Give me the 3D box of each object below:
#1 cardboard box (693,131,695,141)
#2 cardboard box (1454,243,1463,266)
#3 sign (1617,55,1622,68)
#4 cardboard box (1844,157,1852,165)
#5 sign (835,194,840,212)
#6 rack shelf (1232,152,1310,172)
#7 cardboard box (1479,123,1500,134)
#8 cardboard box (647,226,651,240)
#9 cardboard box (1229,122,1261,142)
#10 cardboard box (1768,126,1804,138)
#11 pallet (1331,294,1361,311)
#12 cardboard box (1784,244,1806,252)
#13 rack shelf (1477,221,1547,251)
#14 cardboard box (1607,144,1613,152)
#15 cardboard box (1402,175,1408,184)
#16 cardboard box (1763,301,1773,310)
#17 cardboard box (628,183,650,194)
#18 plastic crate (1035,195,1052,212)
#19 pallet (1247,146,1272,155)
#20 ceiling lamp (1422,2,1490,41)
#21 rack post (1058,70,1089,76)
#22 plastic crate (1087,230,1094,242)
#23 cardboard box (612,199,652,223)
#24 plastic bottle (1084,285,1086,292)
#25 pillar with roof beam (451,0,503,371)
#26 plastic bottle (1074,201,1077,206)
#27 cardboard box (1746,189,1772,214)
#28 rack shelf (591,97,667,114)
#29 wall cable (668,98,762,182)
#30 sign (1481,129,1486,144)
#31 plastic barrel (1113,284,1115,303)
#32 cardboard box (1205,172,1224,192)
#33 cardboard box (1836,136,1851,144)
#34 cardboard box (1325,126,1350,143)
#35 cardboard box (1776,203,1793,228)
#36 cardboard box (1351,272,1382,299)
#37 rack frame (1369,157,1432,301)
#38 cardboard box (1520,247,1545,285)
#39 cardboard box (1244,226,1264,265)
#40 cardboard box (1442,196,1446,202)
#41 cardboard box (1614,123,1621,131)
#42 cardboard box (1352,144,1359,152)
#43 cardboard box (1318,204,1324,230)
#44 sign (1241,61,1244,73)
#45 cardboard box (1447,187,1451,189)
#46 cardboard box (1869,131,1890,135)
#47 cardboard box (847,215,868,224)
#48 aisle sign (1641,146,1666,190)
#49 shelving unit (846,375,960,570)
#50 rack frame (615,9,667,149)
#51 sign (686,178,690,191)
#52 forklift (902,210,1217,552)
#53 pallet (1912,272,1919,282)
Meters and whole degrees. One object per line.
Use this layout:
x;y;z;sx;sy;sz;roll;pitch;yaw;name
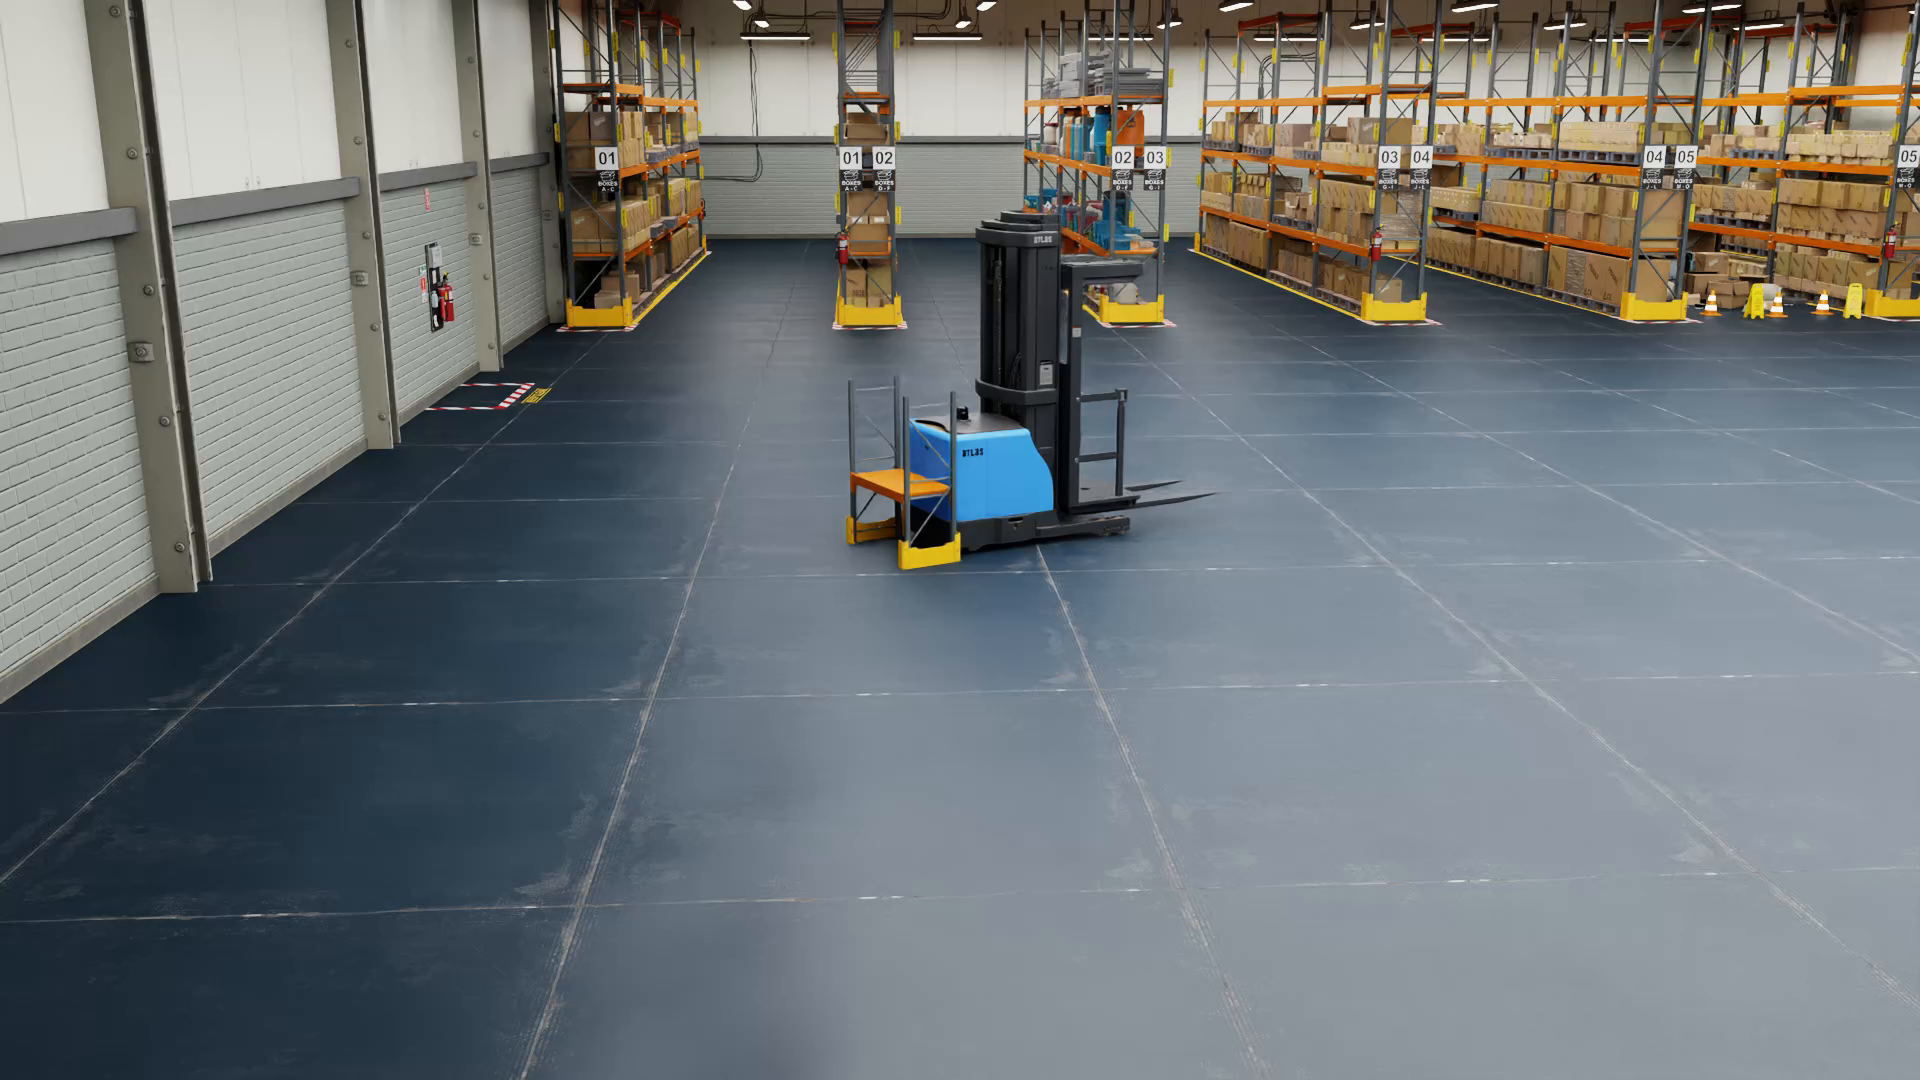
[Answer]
-7.273;-10.691;44.021;0.500;0.250;0.500;-1;14;-6;cardboard box
12.337;-6.940;40.376;0.500;0.500;0.500;0;14;-1;cardboard box
16.798;-12.186;42.362;0.100;0.325;0.005;-1;14;-3;sign
17.745;-7.504;32.881;0.380;0.149;0.250;-1;14;-5;cardboard box
-2.224;-6.136;30.278;0.100;0.325;0.005;-1;14;-3;sign
7.587;-9.208;40.443;1.077;0.370;4.000;-1;14;-3;rack shelf
12.383;-9.627;38.888;0.396;0.266;0.258;-1;14;-3;cardboard box
-6.541;-6.206;33.613;0.500;0.250;0.500;-1;14;-3;cardboard box
7.354;-10.548;42.963;0.700;0.500;0.500;-2;15;-7;cardboard box
17.686;-8.733;35.606;0.500;0.250;0.500;-1;14;-2;cardboard box
8.114;-4.791;33.446;1.003;0.211;1.213;-1;14;-3;pallet
17.564;-6.131;34.928;0.380;0.149;0.250;-1;14;-3;cardboard box
12.791;-6.812;37.151;1.077;0.370;4.000;-1;14;-3;rack shelf
12.741;-7.582;32.139;0.380;0.149;0.250;-1;14;-4;cardboard box
12.066;-9.698;44.120;0.500;0.500;0.500;-1;14;-2;cardboard box
16.000;-4.684;33.156;0.380;0.149;0.250;7;16;26;cardboard box
-7.408;-8.051;38.180;0.500;0.250;0.500;0;14;-2;cardboard box
2.150;-8.657;42.789;0.392;0.384;0.575;-1;14;-3;plastic crate
7.546;-9.405;40.144;1.003;0.211;1.213;0;14;-1;pallet
14.520;-16.112;48.096;2.000;3.185;0.800;-1;14;-3;ceiling lamp
2.621;-10.878;38.433;0.624;0.289;0.986;-1;14;-3;rack post
2.817;-6.091;33.328;0.450;0.188;0.662;-1;14;-3;plastic crate
-6.898;-6.910;35.004;0.700;0.500;0.500;1;14;2;cardboard box
2.645;-5.263;34.270;0.152;0.276;0.135;0;14;-1;plastic bottle
-2.863;-7.028;24.506;9.100;9.000;0.400;-1;14;-3;pillar with roof beam
2.903;-8.278;41.501;0.144;0.351;0.185;-1;14;-3;plastic bottle
17.560;-7.395;36.333;0.500;0.500;0.500;-1;14;-3;cardboard box
-6.997;-9.243;35.362;1.077;0.370;4.000;-1;14;-3;rack shelf
-7.610;-12.181;50.763;3.097;2.526;0.112;-1;14;-3;wall cable
12.126;-9.353;38.526;0.100;0.325;0.005;-1;14;-3;sign
3.115;-4.826;32.138;0.421;0.512;0.421;0;14;0;plastic barrel
7.006;-9.783;45.452;0.500;0.500;0.500;-1;14;-5;cardboard box
17.653;-7.948;33.004;0.380;0.149;0.250;-1;14;-2;cardboard box
8.028;-8.436;34.949;0.797;0.503;0.637;-2;15;-6;cardboard box
17.599;-6.844;35.031;0.500;0.500;0.500;-1;14;-4;cardboard box
8.093;-5.070;33.107;0.500;0.500;0.500;0;14;2;cardboard box
8.206;-5.617;31.062;1.000;3.000;0.127;-1;14;-3;rack frame
12.787;-5.930;35.951;1.050;0.750;0.750;-1;14;-4;cardboard box
7.641;-7.175;40.537;1.225;0.875;0.875;-1;14;-3;cardboard box
12.084;-8.385;40.883;0.380;0.149;0.250;-1;14;-5;cardboard box
12.756;-7.906;31.800;0.380;0.149;0.250;-1;14;-2;cardboard box
7.804;-7.578;32.165;0.380;0.149;0.250;-2;15;-6;cardboard box
7.925;-6.692;34.440;0.875;0.500;0.500;-1;14;-3;cardboard box
7.758;-12.997;45.672;0.100;0.325;0.005;-1;14;-3;sign
12.639;-8.926;42.389;0.380;0.149;0.250;0;14;-1;cardboard box
22.288;-9.832;40.326;0.380;0.149;0.250;-1;14;-4;cardboard box
-1.895;-5.920;30.735;0.380;0.149;0.250;-1;14;-4;cardboard box
12.868;-6.905;30.851;0.394;0.787;0.004;-1;14;-3;aisle sign
-0.516;-0.620;14.650;0.587;1.500;1.083;-8;17;-29;shelving unit
-7.121;-10.283;37.155;1.000;3.000;0.127;-1;14;-3;rack frame
-6.828;-8.905;41.677;0.100;0.325;0.005;-1;14;-3;sign
1.006;-1.557;15.420;3.031;2.935;1.130;-8;16;-27;forklift
22.640;-5.979;38.063;1.003;0.211;1.213;-1;14;-3;pallet
